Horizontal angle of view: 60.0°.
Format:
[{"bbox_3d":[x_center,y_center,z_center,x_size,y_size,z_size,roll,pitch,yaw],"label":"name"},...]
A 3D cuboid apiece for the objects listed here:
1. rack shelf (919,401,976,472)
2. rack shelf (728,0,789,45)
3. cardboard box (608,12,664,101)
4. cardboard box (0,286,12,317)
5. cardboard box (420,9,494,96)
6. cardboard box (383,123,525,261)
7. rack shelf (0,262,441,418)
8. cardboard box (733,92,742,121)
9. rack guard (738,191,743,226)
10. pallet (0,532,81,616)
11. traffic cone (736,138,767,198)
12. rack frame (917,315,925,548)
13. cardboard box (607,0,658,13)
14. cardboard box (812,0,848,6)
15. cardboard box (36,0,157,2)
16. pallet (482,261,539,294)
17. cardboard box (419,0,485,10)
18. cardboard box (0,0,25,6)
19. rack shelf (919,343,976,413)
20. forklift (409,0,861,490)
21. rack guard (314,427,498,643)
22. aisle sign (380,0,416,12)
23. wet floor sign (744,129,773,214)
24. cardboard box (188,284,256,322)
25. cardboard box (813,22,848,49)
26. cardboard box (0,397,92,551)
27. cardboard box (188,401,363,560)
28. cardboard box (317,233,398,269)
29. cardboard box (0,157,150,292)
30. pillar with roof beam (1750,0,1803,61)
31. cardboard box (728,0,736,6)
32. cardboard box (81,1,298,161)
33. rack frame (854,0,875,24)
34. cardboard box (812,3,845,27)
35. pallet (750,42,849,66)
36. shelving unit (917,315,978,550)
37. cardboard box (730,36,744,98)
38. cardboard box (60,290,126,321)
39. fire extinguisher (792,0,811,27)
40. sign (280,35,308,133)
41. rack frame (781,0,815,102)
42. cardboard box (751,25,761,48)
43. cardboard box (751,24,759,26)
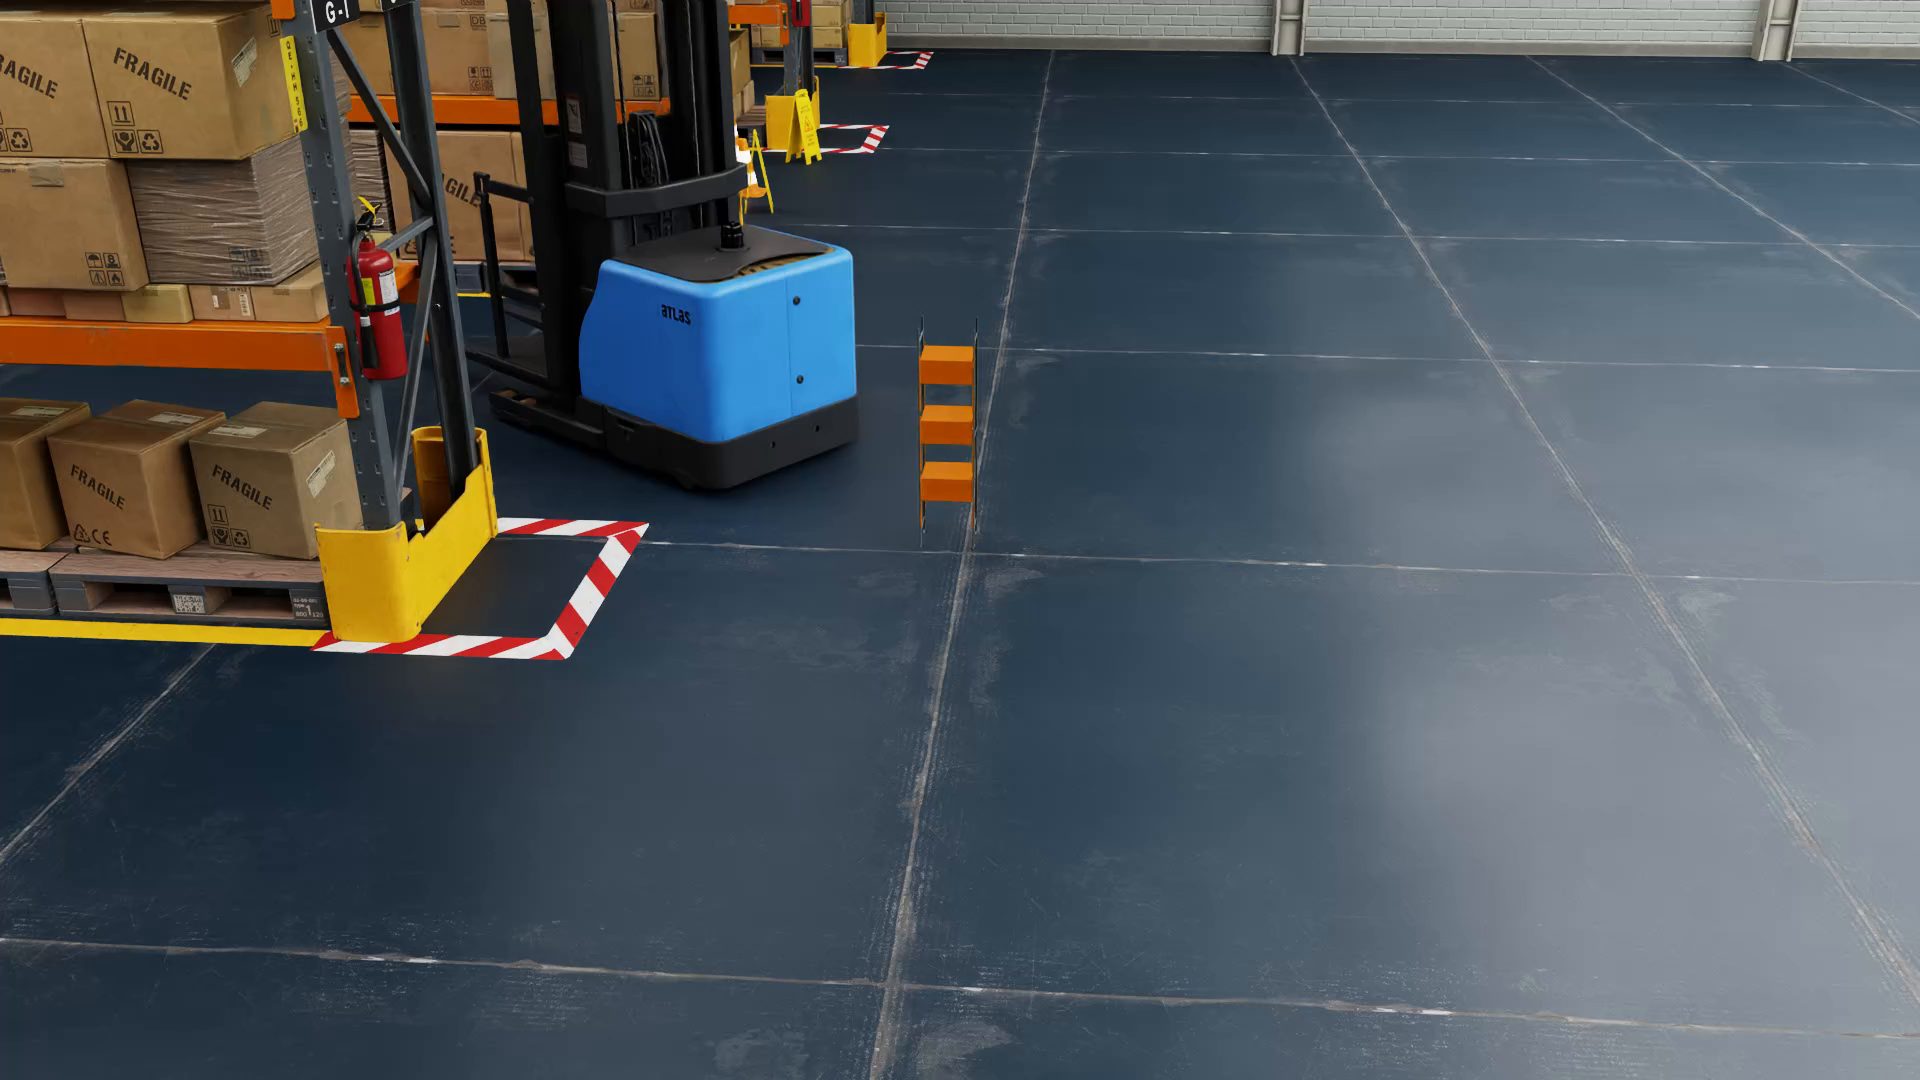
[{"bbox_3d":[-0.053,-0.469,7.539,0.240,0.259,0.215,2,25,4],"label":"rack shelf"},{"bbox_3d":[-3.545,-5.051,16.000,4.000,0.370,1.077,2,25,4],"label":"rack shelf"},{"bbox_3d":[-2.203,-3.309,11.173,0.550,0.550,0.875,2,25,4],"label":"cardboard box"},{"bbox_3d":[-3.857,-1.026,6.691,0.250,0.149,0.380,2,25,4],"label":"cardboard box"},{"bbox_3d":[-3.302,-3.388,11.344,0.550,0.550,0.875,2,25,4],"label":"cardboard box"},{"bbox_3d":[-3.388,-2.495,11.623,0.875,0.875,0.875,1,25,3],"label":"cardboard box"},{"bbox_3d":[-4.304,-0.921,7.023,4.000,0.370,1.077,2,25,4],"label":"rack shelf"},{"bbox_3d":[-2.402,-4.170,16.011,0.500,0.250,0.500,2,25,4],"label":"cardboard box"},{"bbox_3d":[-1.805,-2.111,11.740,0.348,0.500,1.175,2,25,4],"label":"rack guard"},{"bbox_3d":[-4.406,0.000,7.498,1.213,0.211,1.003,2,25,4],"label":"pallet"},{"bbox_3d":[-1.825,-3.164,14.073,0.334,0.463,0.336,2,25,4],"label":"traffic cone"},{"bbox_3d":[-0.175,-0.483,7.543,0.008,1.050,0.200,2,25,4],"label":"rack frame"},{"bbox_3d":[-2.196,-3.834,11.023,0.550,0.550,0.875,2,25,4],"label":"cardboard box"},{"bbox_3d":[-1.658,-6.664,20.234,0.500,0.250,0.500,3,25,6],"label":"cardboard box"},{"bbox_3d":[-3.335,-1.969,6.768,0.500,0.500,0.500,2,25,4],"label":"cardboard box"},{"bbox_3d":[-2.633,-1.974,11.787,1.213,0.211,1.003,2,25,4],"label":"pallet"},{"bbox_3d":[-3.300,-3.888,11.140,0.550,0.550,0.875,2,25,4],"label":"cardboard box"},{"bbox_3d":[-3.875,-1.764,6.323,0.500,0.500,0.500,2,25,4],"label":"cardboard box"},{"bbox_3d":[-0.053,-0.727,7.420,0.240,0.259,0.215,2,25,4],"label":"rack shelf"},{"bbox_3d":[-1.958,-2.081,8.767,3.031,2.935,1.130,21,32,37],"label":"forklift"},{"bbox_3d":[-2.386,-0.051,7.262,0.348,0.500,1.175,2,25,4],"label":"rack guard"},{"bbox_3d":[-2.225,-2.488,6.458,0.004,0.787,0.394,2,25,4],"label":"aisle sign"},{"bbox_3d":[-1.649,-3.002,13.503,0.232,0.644,0.267,-2,25,-5],"label":"wet floor sign"},{"bbox_3d":[-2.859,-1.001,6.637,0.250,0.149,0.380,2,25,4],"label":"cardboard box"},{"bbox_3d":[-1.668,-6.208,20.440,0.500,0.250,0.500,2,25,4],"label":"cardboard box"},{"bbox_3d":[-4.153,-0.299,7.299,0.500,0.500,0.500,4,25,9],"label":"cardboard box"},{"bbox_3d":[-2.931,-0.266,7.227,0.500,0.500,0.500,6,25,14],"label":"cardboard box"},{"bbox_3d":[-2.576,-1.178,7.022,0.250,0.149,0.380,2,25,4],"label":"cardboard box"},{"bbox_3d":[-3.364,-1.359,6.640,0.500,0.500,0.875,2,25,4],"label":"cardboard box"},{"bbox_3d":[9.835,-8.328,15.083,0.400,9.000,9.100,2,25,4],"label":"pillar with roof beam"},{"bbox_3d":[-2.202,-5.085,15.512,0.250,0.149,0.380,2,25,3],"label":"cardboard box"},{"bbox_3d":[-2.877,-1.733,6.256,0.500,0.500,0.500,2,25,4],"label":"cardboard box"},{"bbox_3d":[-1.175,-7.383,20.206,0.127,3.000,1.000,2,25,4],"label":"rack frame"},{"bbox_3d":[-1.684,-6.437,20.340,0.500,0.250,0.500,2,25,3],"label":"cardboard box"},{"bbox_3d":[-1.941,-6.123,20.805,1.213,0.211,1.003,2,25,4],"label":"pallet"},{"bbox_3d":[-0.053,-0.479,7.534,0.252,1.050,0.215,2,25,4],"label":"shelving unit"},{"bbox_3d":[-2.370,-4.513,15.860,0.500,0.500,0.500,2,25,4],"label":"cardboard box"},{"bbox_3d":[-3.360,-1.002,6.639,0.250,0.149,0.380,2,25,4],"label":"cardboard box"},{"bbox_3d":[-1.472,-5.083,15.301,0.183,0.674,0.296,2,25,4],"label":"fire extinguisher"},{"bbox_3d":[-2.372,-1.623,5.925,0.005,0.325,0.100,2,25,4],"label":"sign"},{"bbox_3d":[-1.551,-5.314,15.710,0.127,3.000,1.000,2,25,4],"label":"rack frame"},{"bbox_3d":[-2.661,-6.248,20.526,0.500,0.250,0.500,2,25,5],"label":"cardboard box"},{"bbox_3d":[-2.700,-6.465,20.401,0.500,0.250,0.500,1,25,3],"label":"cardboard box"}]
